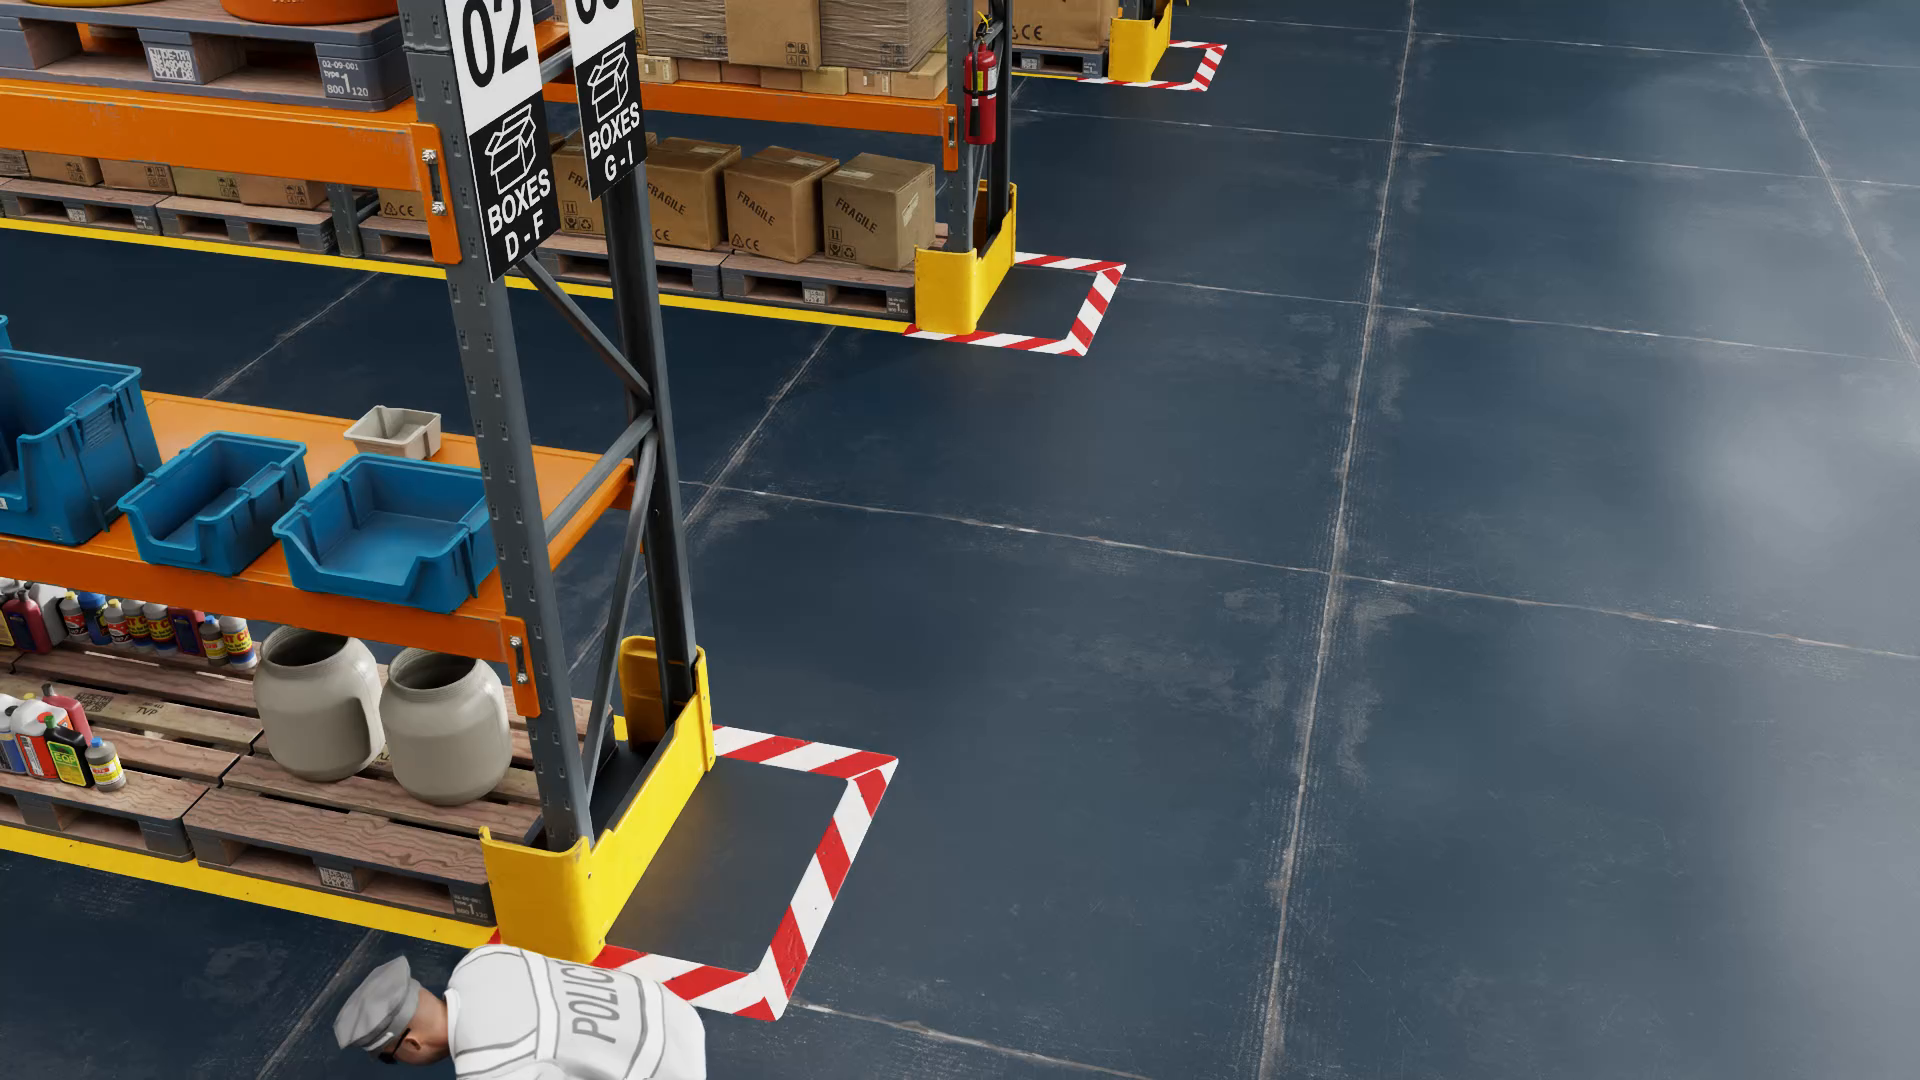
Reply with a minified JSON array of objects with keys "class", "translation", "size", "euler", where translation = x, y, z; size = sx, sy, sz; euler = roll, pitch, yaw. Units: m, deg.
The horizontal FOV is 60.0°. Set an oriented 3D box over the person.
[{"class":"person","translation":[-1.145,1.486,4.504],"size":[0.904,1.013,0.592],"euler":[-4,33,-7]}]
